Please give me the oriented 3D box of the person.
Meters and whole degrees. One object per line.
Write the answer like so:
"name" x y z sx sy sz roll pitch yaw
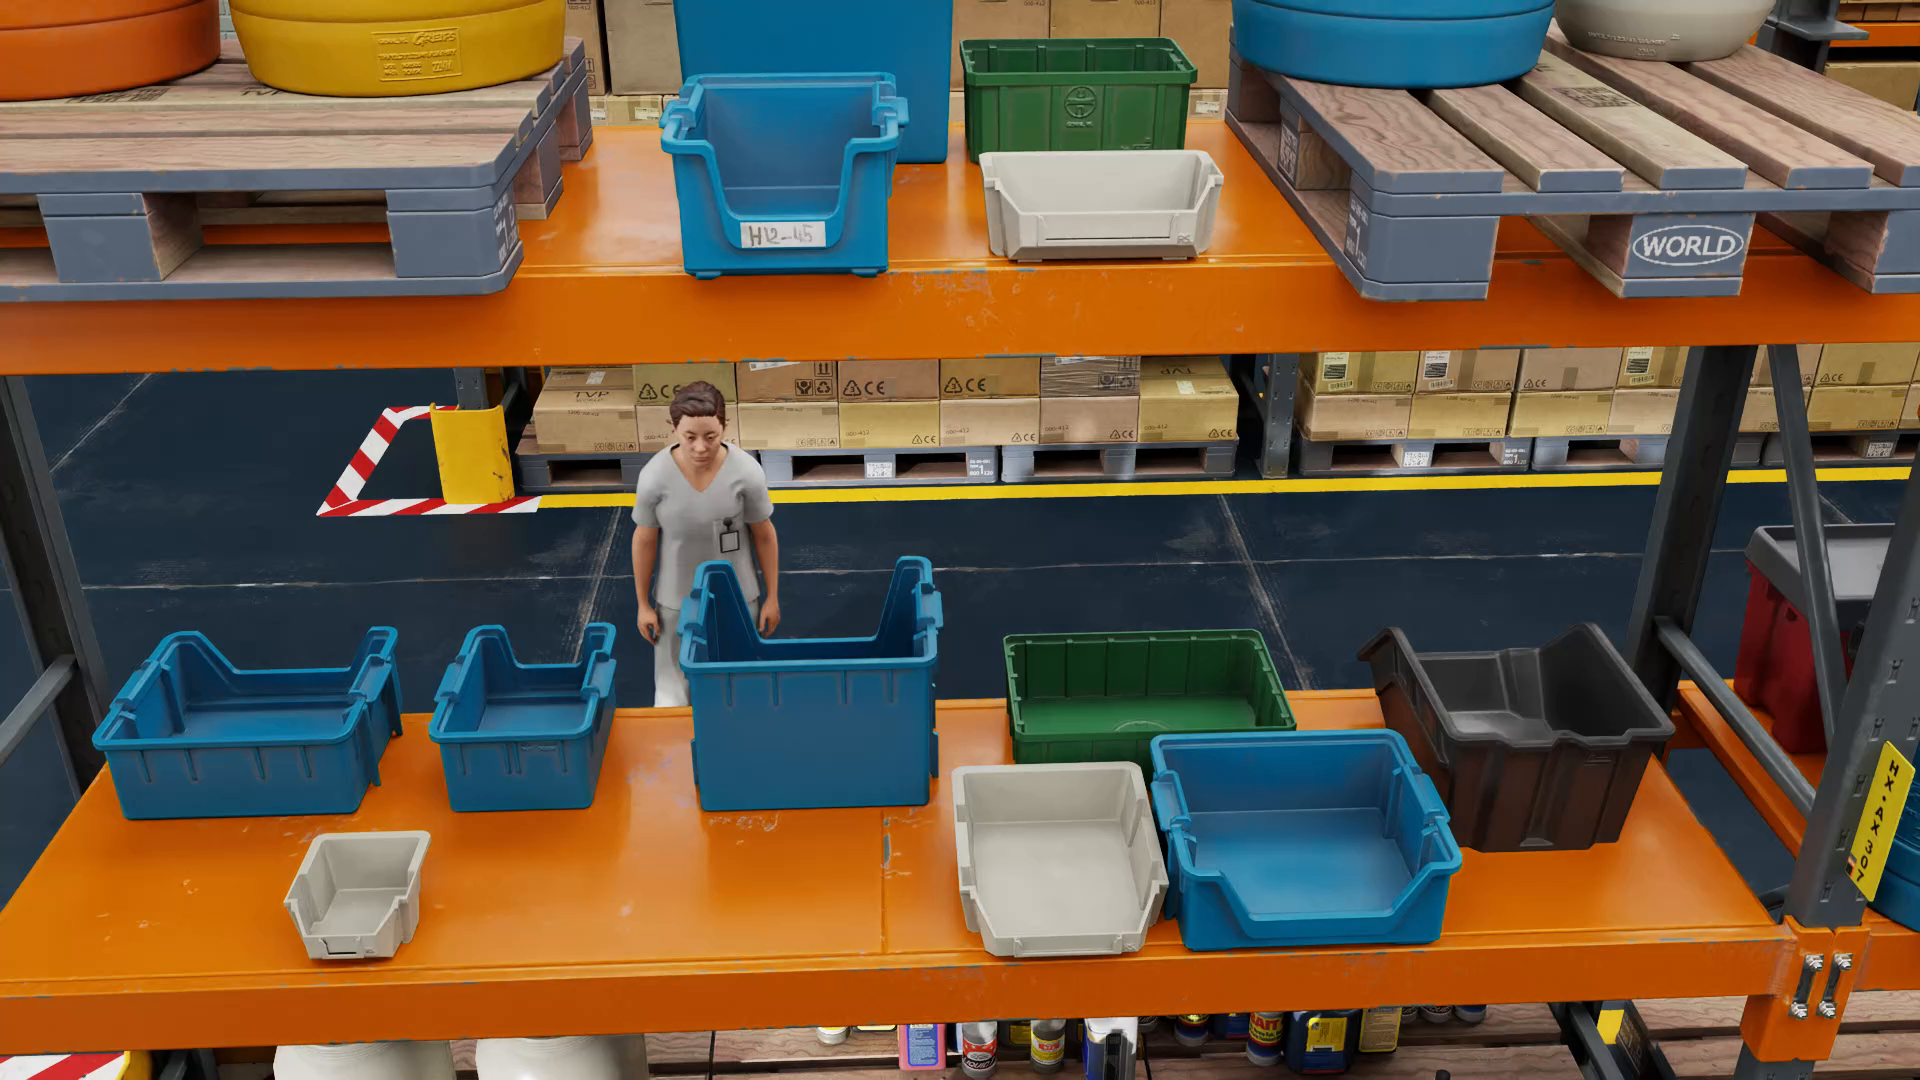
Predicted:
"person" -0.869 0.226 5.692 0.514 1.671 0.363 -3 28 -6
